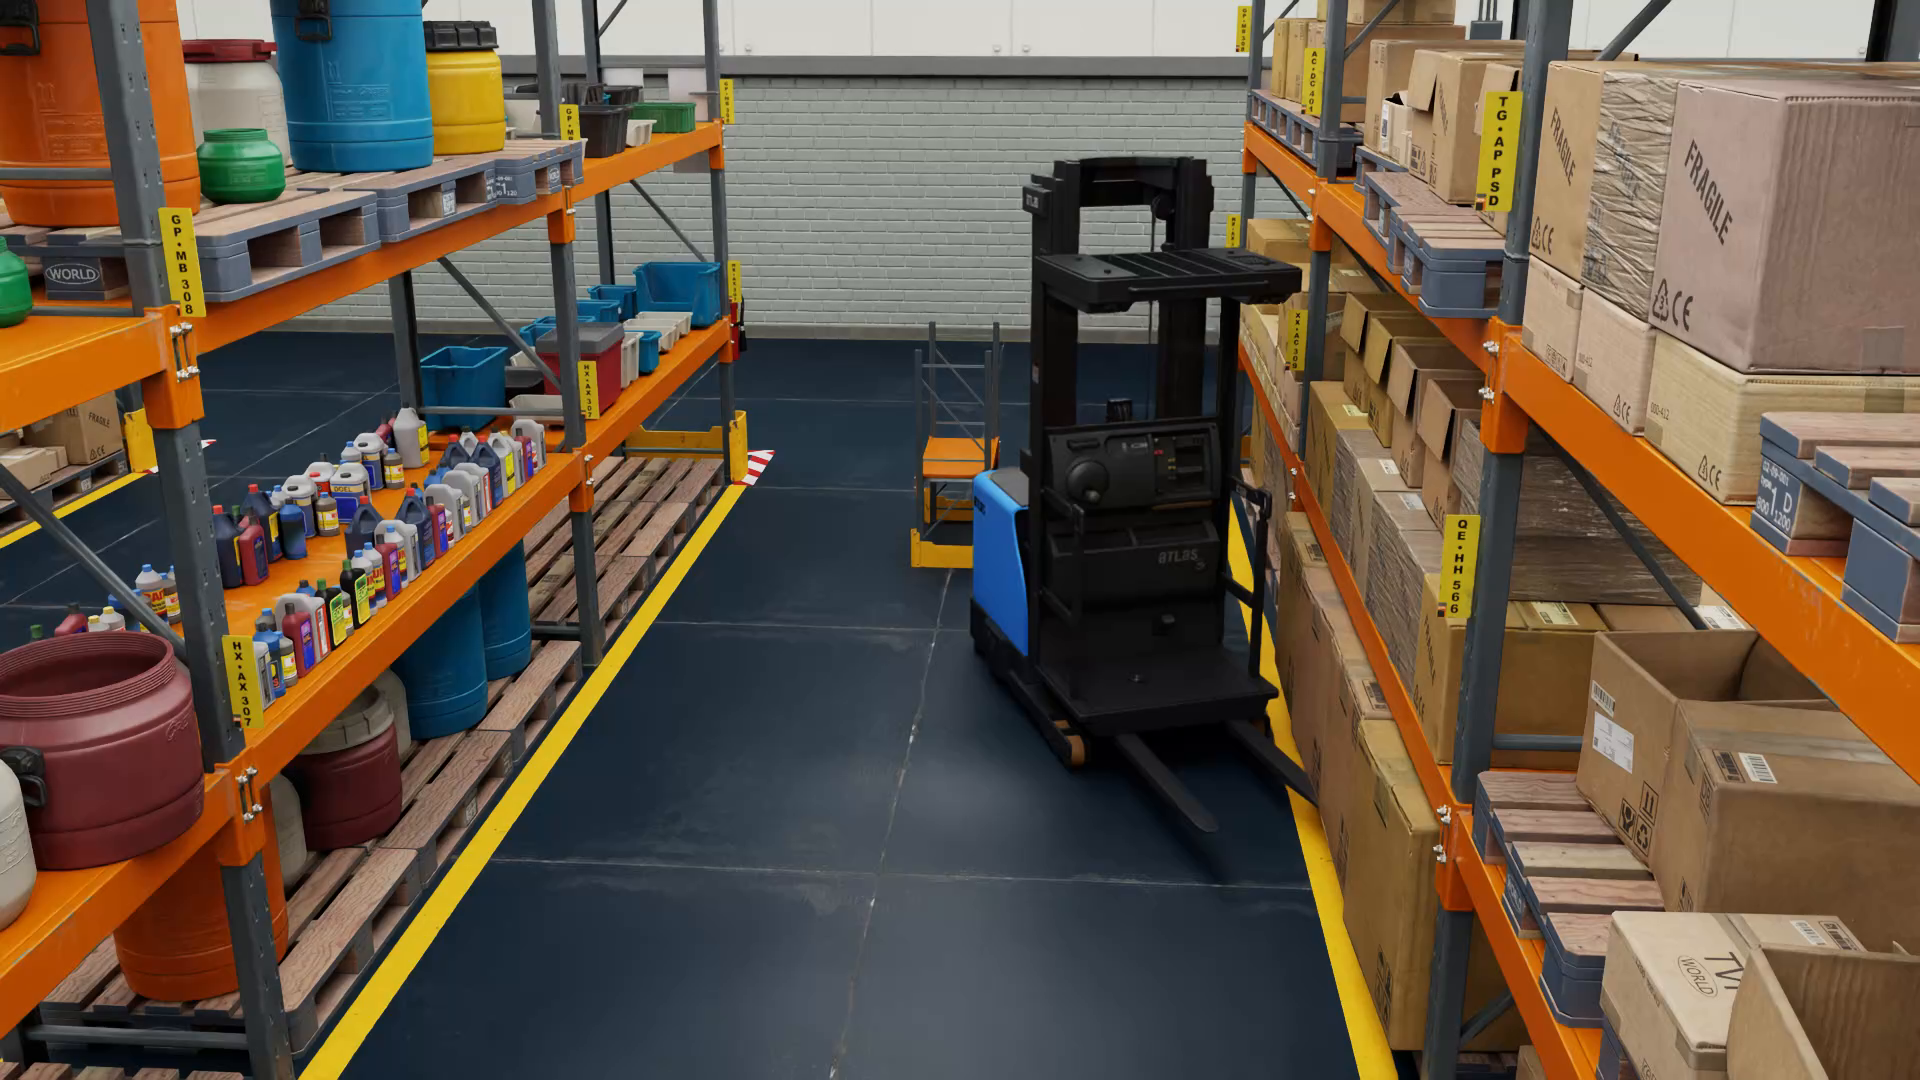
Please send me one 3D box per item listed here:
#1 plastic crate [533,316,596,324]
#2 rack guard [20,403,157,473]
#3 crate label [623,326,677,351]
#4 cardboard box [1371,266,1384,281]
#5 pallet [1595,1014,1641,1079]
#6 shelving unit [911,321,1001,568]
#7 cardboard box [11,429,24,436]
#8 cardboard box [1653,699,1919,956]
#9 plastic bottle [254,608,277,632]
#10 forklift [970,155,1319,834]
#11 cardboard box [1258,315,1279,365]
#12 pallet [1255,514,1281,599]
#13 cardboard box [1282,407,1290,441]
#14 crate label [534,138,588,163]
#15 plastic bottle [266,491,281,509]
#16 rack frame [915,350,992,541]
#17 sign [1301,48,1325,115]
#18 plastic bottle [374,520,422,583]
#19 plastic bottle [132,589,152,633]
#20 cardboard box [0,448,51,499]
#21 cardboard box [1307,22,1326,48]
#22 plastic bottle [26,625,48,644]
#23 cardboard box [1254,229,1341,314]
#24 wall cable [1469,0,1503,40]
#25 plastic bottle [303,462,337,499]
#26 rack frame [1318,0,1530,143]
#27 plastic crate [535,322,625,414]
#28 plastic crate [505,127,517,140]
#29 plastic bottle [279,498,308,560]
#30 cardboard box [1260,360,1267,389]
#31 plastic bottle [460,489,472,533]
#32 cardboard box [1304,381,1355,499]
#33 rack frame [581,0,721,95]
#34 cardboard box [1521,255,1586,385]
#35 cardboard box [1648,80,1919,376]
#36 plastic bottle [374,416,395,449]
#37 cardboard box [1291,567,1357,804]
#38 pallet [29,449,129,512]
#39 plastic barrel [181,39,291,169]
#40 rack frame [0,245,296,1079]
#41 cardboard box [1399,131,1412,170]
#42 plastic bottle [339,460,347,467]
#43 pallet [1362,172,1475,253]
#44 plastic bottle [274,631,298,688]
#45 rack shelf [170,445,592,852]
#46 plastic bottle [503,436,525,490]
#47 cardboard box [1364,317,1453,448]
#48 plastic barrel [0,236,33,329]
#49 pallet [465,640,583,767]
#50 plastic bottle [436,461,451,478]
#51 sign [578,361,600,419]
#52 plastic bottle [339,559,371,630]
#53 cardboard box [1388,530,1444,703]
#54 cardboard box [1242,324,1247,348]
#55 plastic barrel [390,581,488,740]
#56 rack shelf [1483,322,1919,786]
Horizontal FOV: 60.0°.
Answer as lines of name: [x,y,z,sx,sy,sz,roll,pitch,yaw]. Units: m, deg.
plastic crate: [-2.755,-1.423,11.622,0.416,0.233,0.300,1,18,4]
rack guard: [-7.260,-0.853,13.723,1.175,0.500,0.348,1,18,4]
crate label: [-2.223,-1.422,11.772,0.396,0.136,0.243,1,18,4]
cardboard box: [2.672,-1.322,9.699,0.500,0.500,0.500,1,18,4]
pallet: [1.951,1.350,3.295,1.003,0.211,1.213,1,18,4]
shelving unit: [-0.005,-0.689,11.617,0.587,1.500,1.083,1,18,4]
cardboard box: [-7.627,-0.796,13.407,0.380,0.149,0.250,1,18,4]
cardboard box: [2.113,0.740,4.013,0.700,0.500,0.500,4,19,12]
plastic bottle: [-2.627,0.359,6.330,0.097,0.201,0.097,0,18,0]
forklift: [0.971,-0.379,8.373,1.130,2.935,3.031,-5,19,-16]
cardboard box: [2.220,-1.289,10.803,0.500,0.250,0.500,1,18,3]
pallet: [2.557,0.111,11.245,1.003,0.211,1.213,1,18,4]
cardboard box: [2.053,-0.662,9.531,0.380,0.149,0.250,2,18,5]
crate label: [-2.278,-2.156,9.291,0.293,0.136,0.466,1,18,4]
plastic bottle: [-3.140,-0.089,7.583,0.097,0.271,0.097,0,18,0]
rack frame: [-0.043,-0.528,11.127,0.500,1.500,0.032,1,18,4]
sign: [1.786,-2.320,8.412,0.100,0.325,0.005,1,18,4]
plastic bottle: [-2.435,0.033,7.204,0.152,0.276,0.135,1,18,4]
plastic bottle: [-3.220,0.294,6.529,0.097,0.201,0.097,0,18,0]
cardboard box: [-7.146,-0.498,12.335,0.500,0.250,0.500,1,18,4]
cardboard box: [2.378,-2.731,9.627,0.700,0.500,0.500,2,18,7]
plastic bottle: [-3.284,0.452,5.912,0.061,0.283,0.133,1,18,4]
cardboard box: [2.255,-1.809,11.185,0.500,0.500,0.500,1,18,2]
wall cable: [6.469,-7.901,16.417,2.277,5.999,0.120,1,18,4]
plastic bottle: [-3.080,-0.228,8.002,0.152,0.276,0.135,1,18,4]
rack frame: [2.339,-3.450,8.002,1.000,3.000,0.127,1,18,4]
plastic crate: [-2.287,-1.041,10.083,0.402,0.464,0.583,1,18,4]
plastic crate: [-2.889,-2.414,10.079,0.293,0.136,0.466,1,18,4]
plastic bottle: [-3.003,-0.055,7.481,0.097,0.271,0.097,0,18,0]
cardboard box: [2.145,-1.060,10.745,0.380,0.149,0.250,2,18,5]
plastic bottle: [-2.360,-0.138,7.845,0.097,0.201,0.097,0,18,0]
cardboard box: [2.057,-0.510,8.501,0.500,0.500,0.500,1,18,4]
rack frame: [-2.314,-4.803,12.130,1.000,3.000,0.127,1,18,4]
cardboard box: [1.765,-0.571,4.273,0.500,0.250,0.500,2,18,5]
cardboard box: [1.693,-0.614,3.198,0.500,0.500,0.500,1,18,2]
plastic bottle: [-3.062,-0.509,8.846,0.061,0.283,0.133,1,18,4]
cardboard box: [2.250,0.687,7.746,1.225,0.875,0.875,1,18,2]
pallet: [-7.316,-0.468,13.012,1.003,0.211,1.213,1,18,4]
plastic barrel: [-2.911,-1.711,6.619,0.433,0.535,0.433,0,18,0]
rack frame: [-2.888,0.532,5.482,1.000,3.000,0.127,1,18,4]
cardboard box: [2.083,-1.646,7.041,0.380,0.149,0.250,1,18,2]
plastic bottle: [-3.083,-0.301,8.344,0.097,0.201,0.097,0,18,0]
pallet: [2.123,-1.242,6.381,1.003,0.211,1.213,2,18,6]
plastic bottle: [-2.492,0.434,6.101,0.097,0.201,0.097,0,18,0]
rack shelf: [-2.744,0.253,7.489,1.077,0.370,4.000,1,18,4]
plastic bottle: [-2.333,-0.408,8.551,0.152,0.276,0.135,1,18,4]
cardboard box: [2.241,-0.712,7.508,0.797,0.503,0.637,1,18,5]
plastic barrel: [-2.854,-0.742,4.801,0.294,0.245,0.294,0,18,0]
pallet: [-2.698,0.854,8.979,1.003,0.211,1.213,1,18,4]
plastic bottle: [-2.495,-0.246,8.064,0.097,0.271,0.097,0,18,0]
sign: [-2.052,-0.829,9.191,0.100,0.325,0.005,1,18,4]
plastic bottle: [-2.429,0.204,6.669,0.061,0.283,0.133,1,18,4]
cardboard box: [1.882,0.282,6.086,0.500,0.500,0.500,1,18,3]
cardboard box: [2.237,-1.460,11.966,0.380,0.149,0.250,1,18,3]
plastic barrel: [-2.708,0.476,8.349,0.600,0.901,0.708,1,18,4]
rack shelf: [1.909,0.180,2.894,1.077,0.370,4.000,1,18,4]
